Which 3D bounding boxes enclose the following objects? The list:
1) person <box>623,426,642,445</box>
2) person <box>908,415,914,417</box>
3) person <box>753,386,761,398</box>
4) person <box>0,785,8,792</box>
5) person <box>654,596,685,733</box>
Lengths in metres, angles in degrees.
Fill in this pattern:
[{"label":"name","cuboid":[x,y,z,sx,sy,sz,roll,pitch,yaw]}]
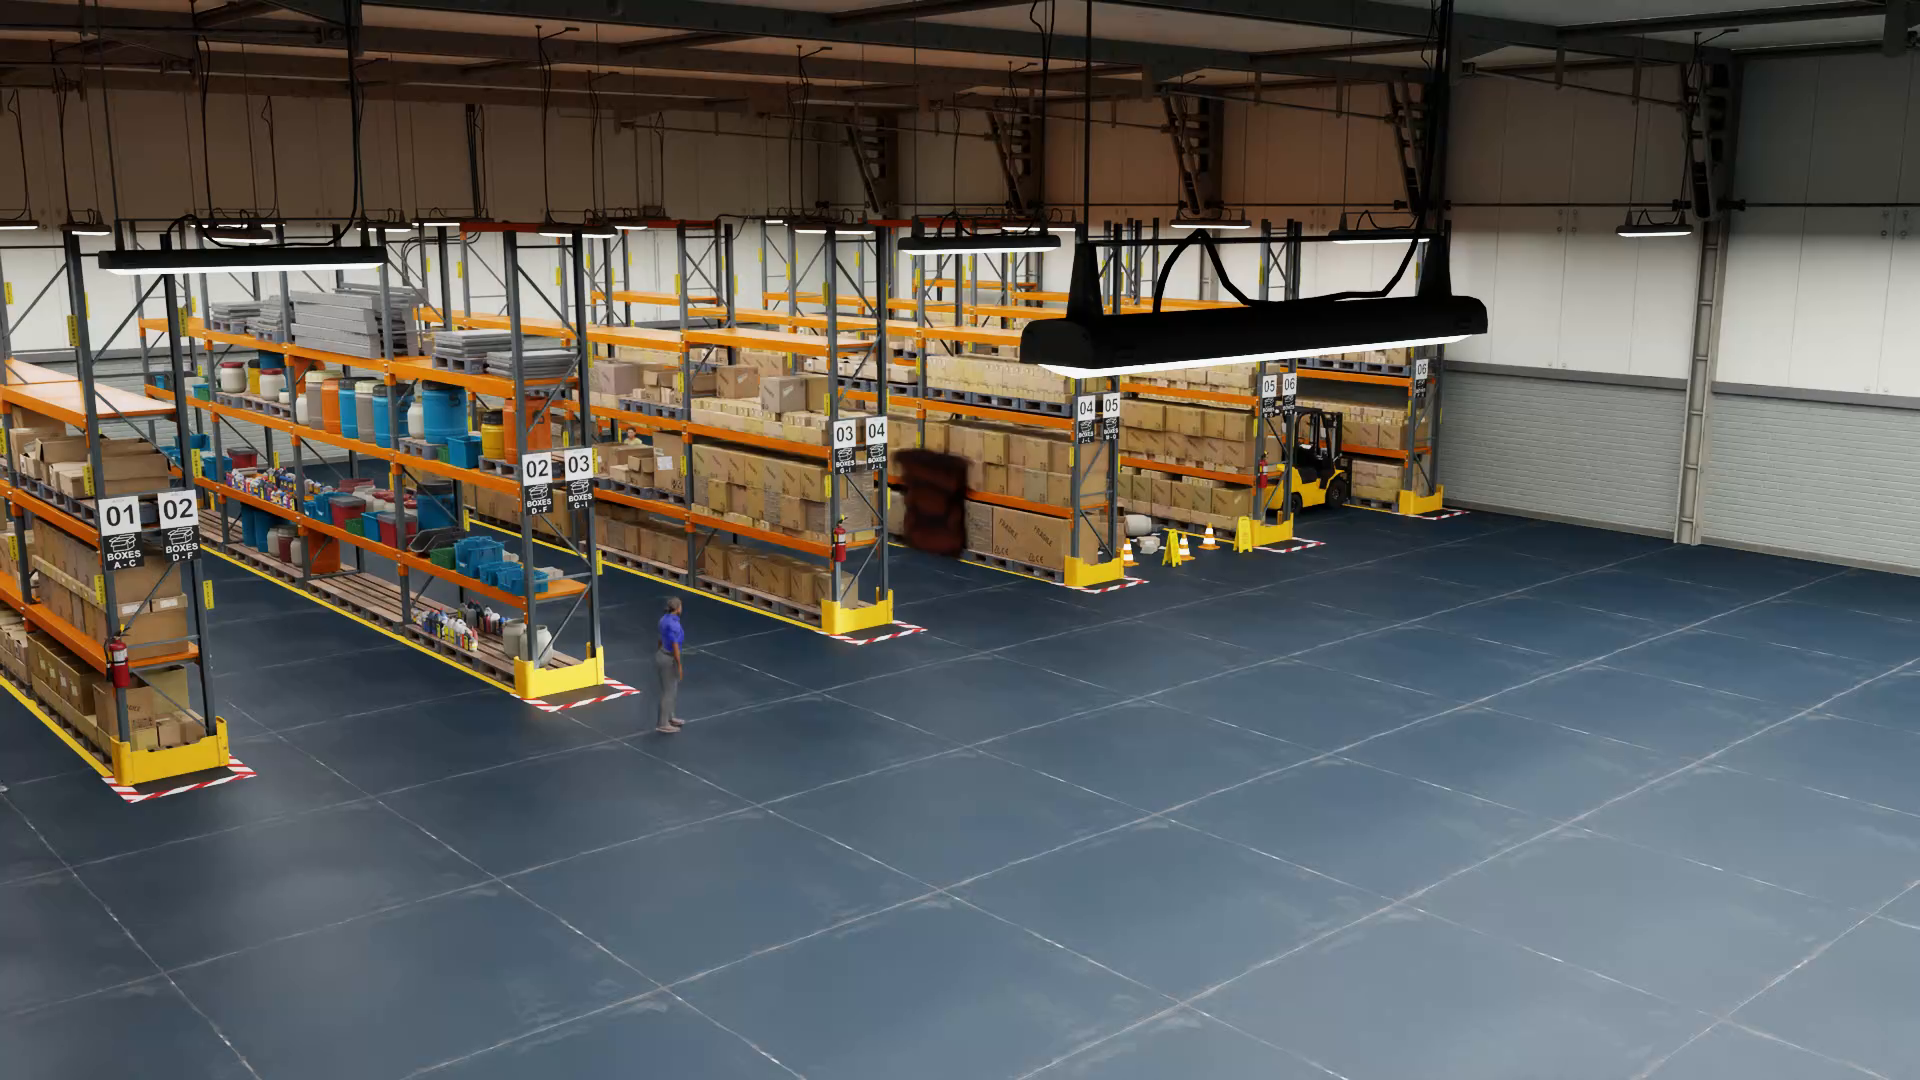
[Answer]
[{"label":"person","cuboid":[-6.991,-1.589,35.454,0.460,1.680,0.400,4,12,20]},{"label":"person","cuboid":[-1.030,-1.679,34.172,0.406,1.784,0.678,-3,12,-15]},{"label":"person","cuboid":[-5.652,-3.684,45.834,0.518,1.658,0.462,2,12,8]},{"label":"person","cuboid":[-10.856,1.943,18.091,0.940,1.623,0.424,6,13,26]},{"label":"person","cuboid":[-3.552,1.505,20.279,0.390,1.667,0.540,-4,12,-19]}]
